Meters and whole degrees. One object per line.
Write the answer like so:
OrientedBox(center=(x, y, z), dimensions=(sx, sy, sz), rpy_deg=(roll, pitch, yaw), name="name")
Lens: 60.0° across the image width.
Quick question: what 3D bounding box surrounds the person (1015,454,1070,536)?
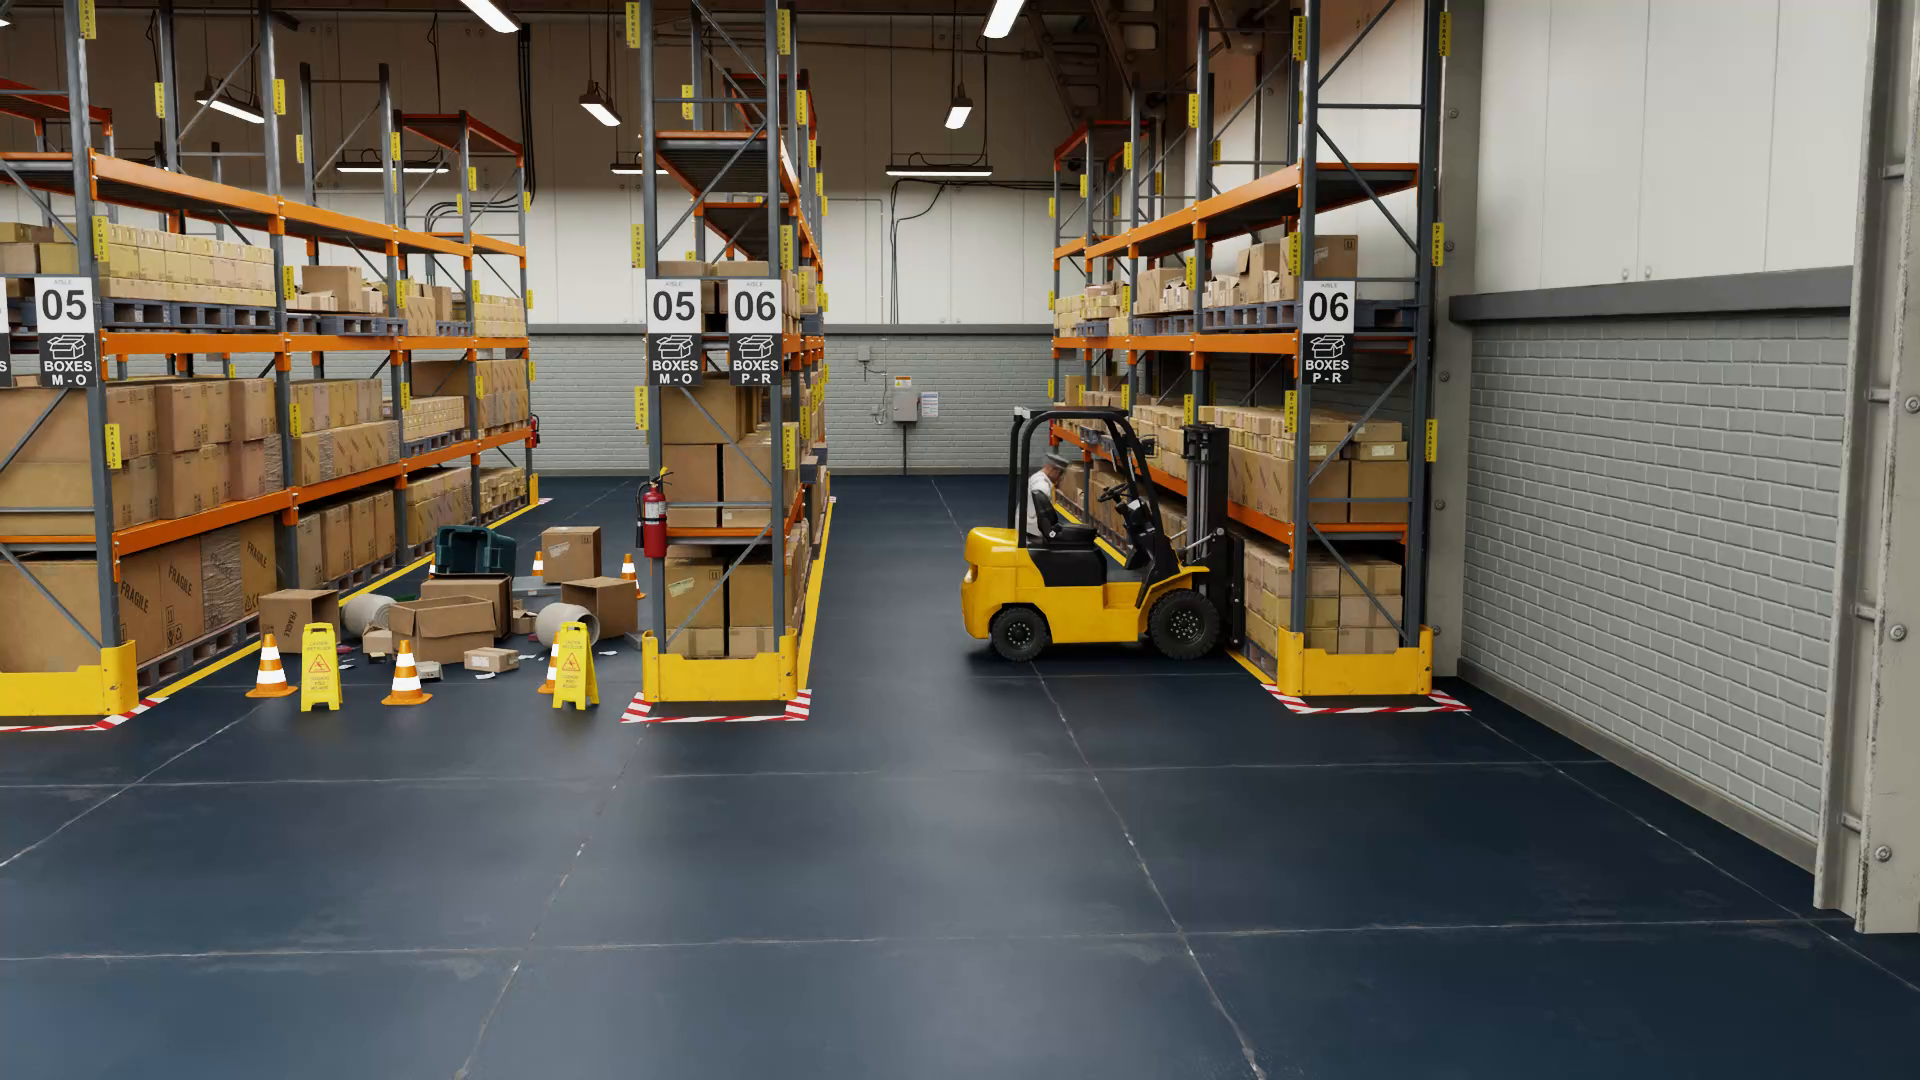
OrientedBox(center=(0.788, -0.022, 16.388), dimensions=(0.585, 1.650, 0.571), rpy_deg=(0, 7, -2), name="person")
